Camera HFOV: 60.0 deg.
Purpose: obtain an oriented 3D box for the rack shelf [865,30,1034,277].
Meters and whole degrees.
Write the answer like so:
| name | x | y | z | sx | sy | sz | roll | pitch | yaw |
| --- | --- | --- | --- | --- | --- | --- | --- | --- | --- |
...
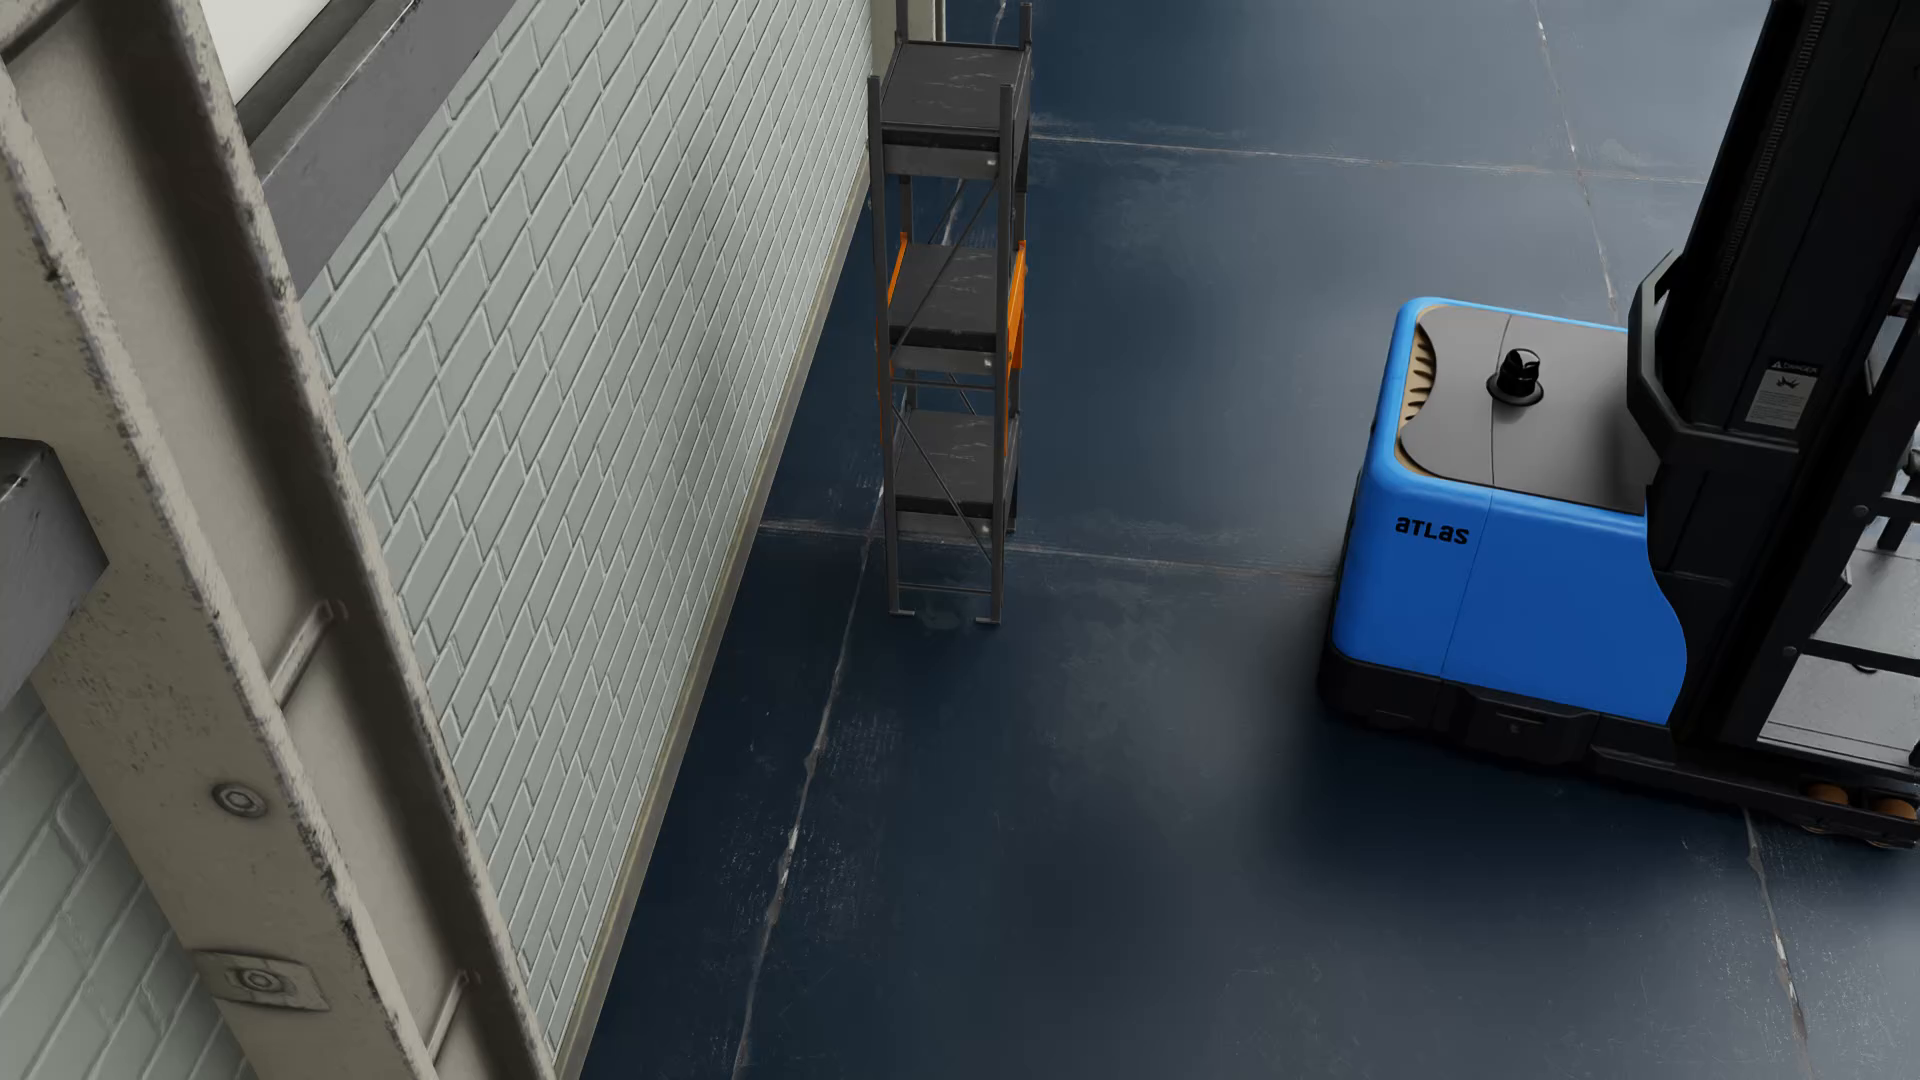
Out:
| name | x | y | z | sx | sy | sz | roll | pitch | yaw |
| --- | --- | --- | --- | --- | --- | --- | --- | --- | --- |
| rack shelf | -0.022 | -1.148 | 4.937 | 0.431 | 0.518 | 0.480 | 5 | 44 | 6 |

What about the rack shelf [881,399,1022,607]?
| name | x | y | z | sx | sy | sz | roll | pitch | yaw |
| --- | --- | --- | --- | --- | --- | --- | --- | --- | --- |
| rack shelf | -0.022 | -0.131 | 5.900 | 0.431 | 0.518 | 0.480 | 5 | 44 | 6 |

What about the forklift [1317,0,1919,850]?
| name | x | y | z | sx | sy | sz | roll | pitch | yaw |
| --- | --- | --- | --- | --- | --- | --- | --- | --- | --- |
| forklift | 2.781 | -0.506 | 4.653 | 3.031 | 2.935 | 1.130 | 12 | 45 | 12 |

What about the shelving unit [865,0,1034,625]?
| name | x | y | z | sx | sy | sz | roll | pitch | yaw |
| --- | --- | --- | --- | --- | --- | --- | --- | --- | --- |
| shelving unit | -0.022 | -0.650 | 5.409 | 0.431 | 2.100 | 0.503 | 5 | 44 | 6 |

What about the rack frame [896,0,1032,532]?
| name | x | y | z | sx | sy | sz | roll | pitch | yaw |
| --- | --- | --- | --- | --- | --- | --- | --- | --- | --- |
| rack frame | 0.010 | -0.816 | 5.585 | 0.400 | 2.100 | 0.015 | 5 | 44 | 6 |

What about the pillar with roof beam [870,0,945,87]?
| name | x | y | z | sx | sy | sz | roll | pitch | yaw |
| --- | --- | --- | --- | --- | --- | --- | --- | --- | --- |
| pillar with roof beam | 4.016 | -4.966 | 4.950 | 9.100 | 9.000 | 0.400 | 5 | 44 | 6 |

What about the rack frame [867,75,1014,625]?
| name | x | y | z | sx | sy | sz | roll | pitch | yaw |
| --- | --- | --- | --- | --- | --- | --- | --- | --- | --- |
| rack frame | -0.054 | -0.483 | 5.233 | 0.400 | 2.100 | 0.015 | 5 | 44 | 6 |

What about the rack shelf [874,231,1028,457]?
| name | x | y | z | sx | sy | sz | roll | pitch | yaw |
| --- | --- | --- | --- | --- | --- | --- | --- | --- | --- |
| rack shelf | -0.022 | -0.640 | 5.418 | 0.431 | 0.518 | 0.480 | 5 | 44 | 6 |
